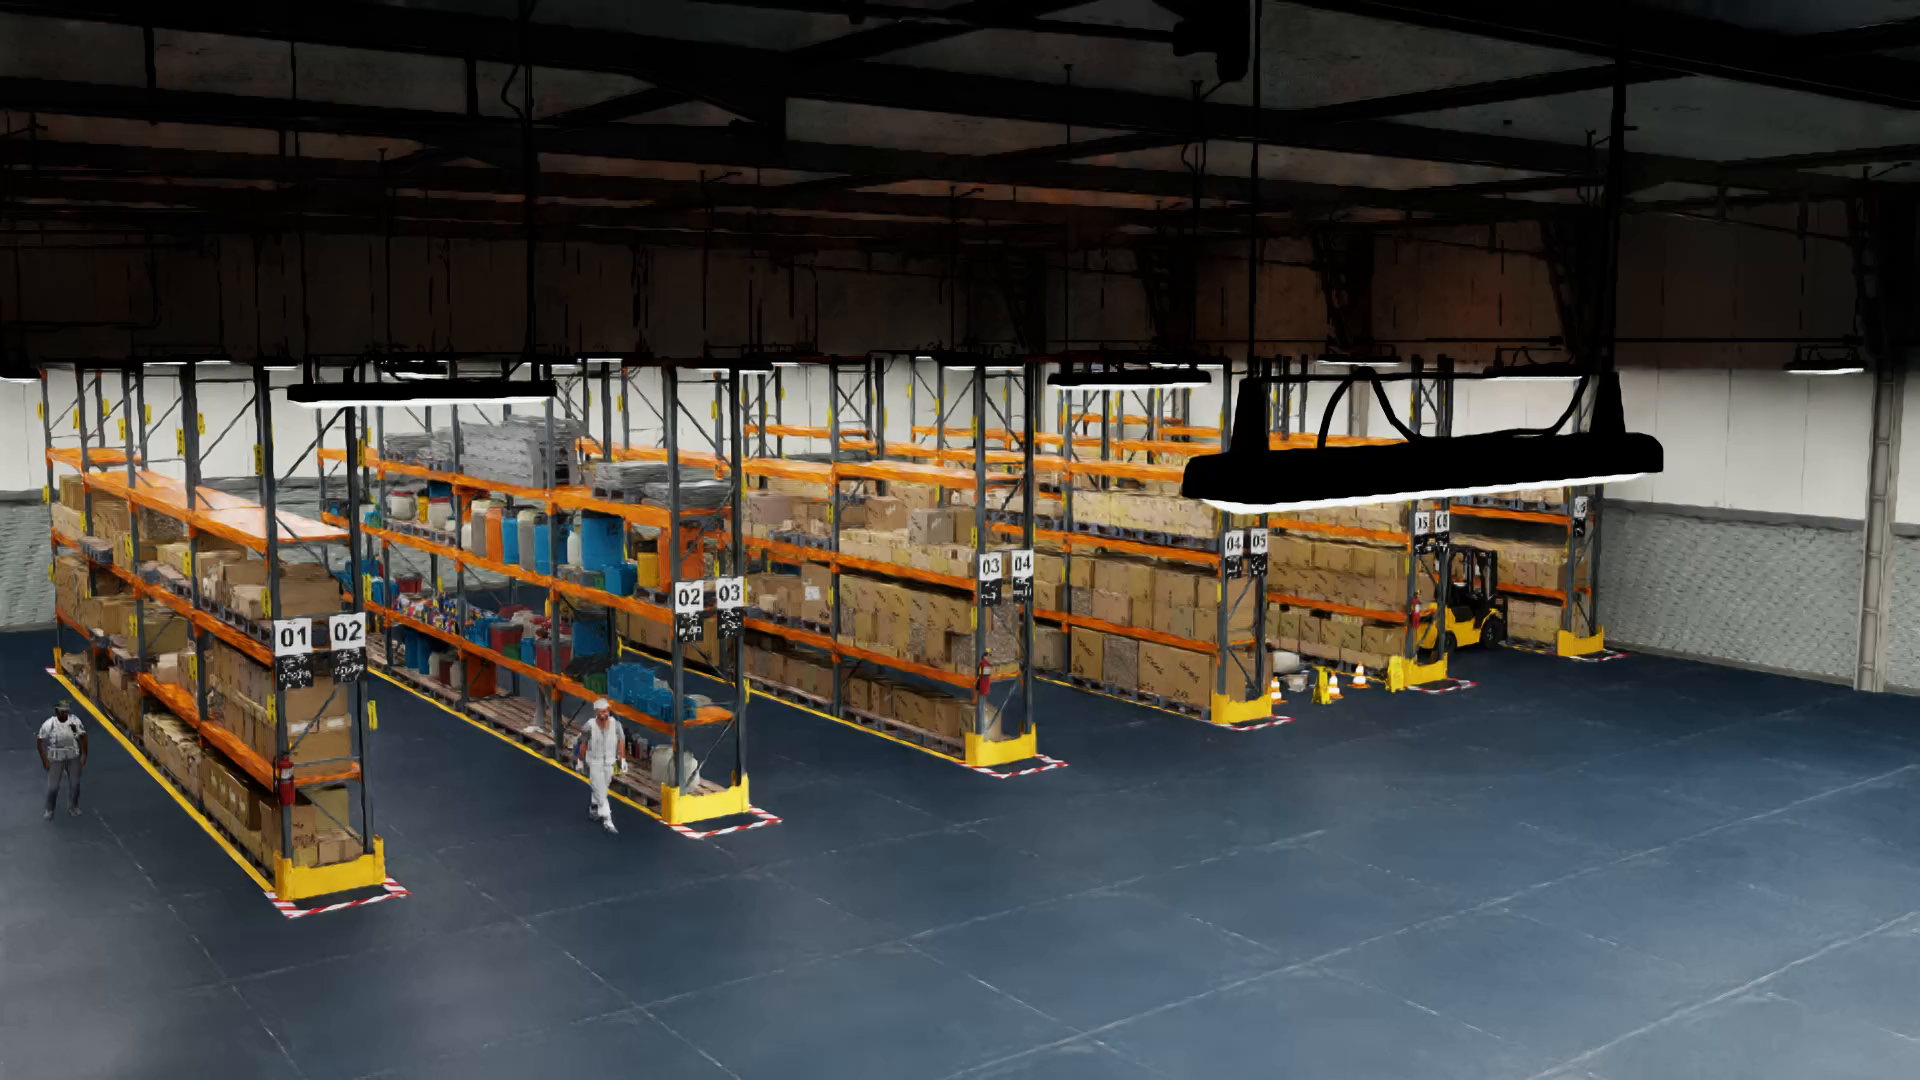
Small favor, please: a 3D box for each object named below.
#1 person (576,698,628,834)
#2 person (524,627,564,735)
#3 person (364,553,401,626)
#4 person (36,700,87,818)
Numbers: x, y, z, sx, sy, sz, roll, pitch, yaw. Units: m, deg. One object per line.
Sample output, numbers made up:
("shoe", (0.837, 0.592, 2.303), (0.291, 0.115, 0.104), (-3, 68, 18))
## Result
("person", (-4.612, 2.890, 21.527), (0.557, 1.736, 1.045), (-5, 8, -36))
("person", (-6.478, 2.174, 25.812), (0.572, 1.665, 0.591), (-3, 8, -26))
("person", (-12.869, 1.100, 36.666), (0.849, 1.661, 0.704), (5, 8, 35))
("person", (-11.911, 2.886, 22.084), (0.592, 1.629, 0.531), (-5, 9, -38))
